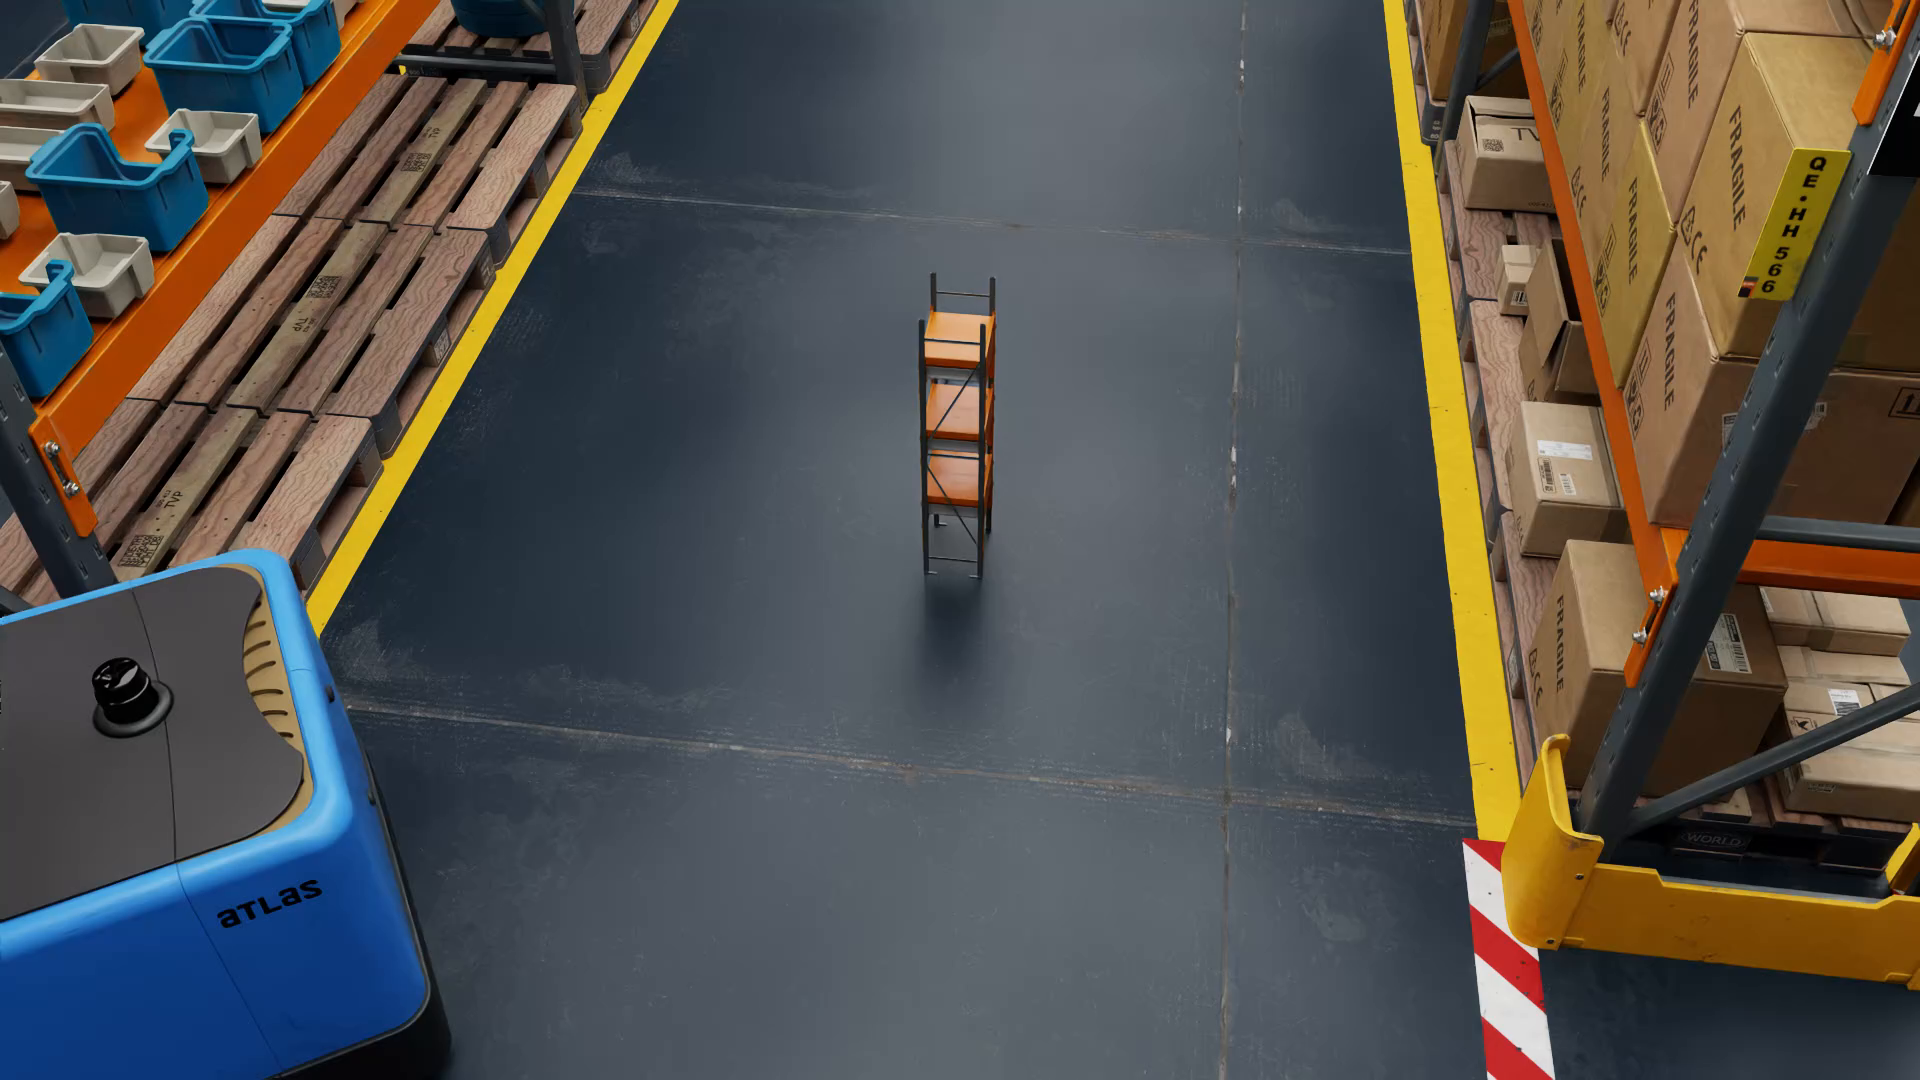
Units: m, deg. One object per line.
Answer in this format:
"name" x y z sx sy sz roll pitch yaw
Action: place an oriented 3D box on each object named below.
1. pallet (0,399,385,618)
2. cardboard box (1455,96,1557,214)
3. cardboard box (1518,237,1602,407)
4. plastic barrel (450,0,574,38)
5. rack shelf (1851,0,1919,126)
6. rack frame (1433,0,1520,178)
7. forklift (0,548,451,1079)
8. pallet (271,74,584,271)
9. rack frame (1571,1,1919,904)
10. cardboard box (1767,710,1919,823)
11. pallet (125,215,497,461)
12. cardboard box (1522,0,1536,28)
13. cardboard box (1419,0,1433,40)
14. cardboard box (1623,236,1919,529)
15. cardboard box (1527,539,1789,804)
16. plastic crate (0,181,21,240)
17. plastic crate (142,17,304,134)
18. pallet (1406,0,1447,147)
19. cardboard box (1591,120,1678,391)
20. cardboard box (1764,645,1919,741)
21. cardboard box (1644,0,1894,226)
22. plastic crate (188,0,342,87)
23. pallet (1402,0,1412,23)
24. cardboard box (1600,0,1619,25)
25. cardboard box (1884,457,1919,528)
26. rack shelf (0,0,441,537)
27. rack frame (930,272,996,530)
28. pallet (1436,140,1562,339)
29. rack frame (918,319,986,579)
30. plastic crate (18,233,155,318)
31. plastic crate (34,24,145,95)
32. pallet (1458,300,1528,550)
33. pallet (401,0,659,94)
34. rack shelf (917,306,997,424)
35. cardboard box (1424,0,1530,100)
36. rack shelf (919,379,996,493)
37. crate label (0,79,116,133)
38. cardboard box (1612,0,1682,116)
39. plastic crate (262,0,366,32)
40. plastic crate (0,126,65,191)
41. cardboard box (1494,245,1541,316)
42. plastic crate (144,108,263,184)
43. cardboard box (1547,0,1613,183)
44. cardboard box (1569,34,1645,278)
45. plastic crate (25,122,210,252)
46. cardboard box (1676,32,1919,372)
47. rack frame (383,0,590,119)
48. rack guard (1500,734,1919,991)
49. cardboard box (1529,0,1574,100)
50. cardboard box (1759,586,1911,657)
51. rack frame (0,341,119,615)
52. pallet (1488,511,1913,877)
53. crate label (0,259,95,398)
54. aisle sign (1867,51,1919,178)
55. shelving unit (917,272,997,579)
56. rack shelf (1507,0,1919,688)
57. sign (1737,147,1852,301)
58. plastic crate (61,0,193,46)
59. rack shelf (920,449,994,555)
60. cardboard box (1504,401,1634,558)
"pallet" -2.655 0.014 5.582 1.003 0.211 1.213 5 44 6
"cardboard box" 2.366 -1.631 6.926 0.500 0.311 0.500 5 44 6
"cardboard box" 2.393 -0.686 5.789 0.797 0.503 0.637 5 44 6
"plastic barrel" -2.185 -2.926 7.879 0.600 0.901 0.708 5 44 6
"rack shelf" 2.372 -2.179 4.211 1.077 0.370 4.000 5 44 6
"rack frame" 2.636 -2.714 6.434 1.000 3.000 0.127 5 44 6
"forklift" -2.865 0.450 3.143 3.031 2.935 1.130 -18 46 -18
"pallet" -2.332 -1.649 7.338 1.003 0.211 1.213 5 44 6
"rack frame" 2.107 0.012 3.555 1.000 3.000 0.127 5 44 6
"cardboard box" 2.503 0.634 4.653 0.380 0.149 0.250 5 44 6
"pallet" -2.491 -0.815 6.458 1.003 0.211 1.213 5 44 6
"cardboard box" 2.234 -2.078 5.690 0.500 0.500 0.500 6 44 6
"cardboard box" 2.491 -2.664 7.880 0.500 0.500 0.500 5 44 6
"cardboard box" 1.897 -0.354 3.869 0.500 0.500 0.500 6 44 7
"cardboard box" 1.935 0.367 4.678 0.500 0.500 0.500 5 44 6
"plastic crate" -2.874 -0.939 4.708 0.396 0.136 0.243 5 44 6
"plastic crate" -2.269 -1.437 5.164 0.416 0.233 0.300 5 44 6
"pallet" 2.706 -2.259 7.982 1.003 0.211 1.213 5 44 6
"cardboard box" 1.962 -0.708 4.243 0.500 0.500 0.500 6 44 6
"cardboard box" 2.536 0.457 4.826 0.380 0.166 0.250 5 44 6
"cardboard box" 1.959 -1.060 3.887 0.500 0.500 0.500 6 44 7
"plastic crate" -2.230 -1.642 5.380 0.416 0.233 0.300 5 44 6
"pallet" 2.865 -3.093 8.863 1.003 0.211 1.213 5 44 6
"cardboard box" 2.091 -1.763 4.631 0.500 0.500 0.500 6 44 7
"cardboard box" 2.427 -0.302 3.815 0.500 0.500 0.500 6 44 6
"rack shelf" -2.538 -1.542 5.720 1.077 0.370 4.000 5 44 6
"rack frame" 0.009 -0.428 5.438 0.200 1.050 0.008 5 44 6
"pallet" 2.544 -1.233 6.899 1.003 0.211 1.213 5 44 6
"rack frame" -0.023 -0.262 5.263 0.200 1.050 0.008 5 44 6
"plastic crate" -2.319 -0.716 4.472 0.250 0.136 0.298 5 44 6
"plastic crate" -2.788 -1.530 5.333 0.298 0.136 0.250 5 44 6
"pallet" 2.385 -0.399 6.018 1.003 0.211 1.213 5 44 6
"pallet" -2.130 -2.676 8.423 1.003 0.211 1.213 5 44 6
"rack shelf" -0.007 -0.543 5.163 0.215 0.259 0.240 5 44 6
"cardboard box" 2.417 -2.328 7.525 0.500 0.500 0.500 5 44 5
"rack shelf" -0.007 -0.337 5.358 0.215 0.259 0.240 5 44 6
"crate label" -2.809 -1.327 5.118 0.396 0.136 0.243 5 44 6
"cardboard box" 2.023 -1.413 4.261 0.500 0.500 0.500 6 44 7
"plastic crate" -2.206 -1.878 5.700 0.293 0.136 0.466 5 44 6
"plastic crate" -2.821 -1.135 4.915 0.396 0.136 0.243 5 44 6
"cardboard box" 2.262 -0.988 6.352 0.380 0.166 0.250 5 44 6
"plastic crate" -2.229 -1.178 4.961 0.250 0.136 0.298 5 44 6
"cardboard box" 2.100 -1.391 4.964 0.500 0.500 0.500 5 44 5
"cardboard box" 2.033 -1.047 4.602 0.500 0.500 0.500 6 44 6
"plastic crate" -2.356 -0.988 4.690 0.416 0.233 0.300 5 44 6
"cardboard box" 1.893 -0.715 3.524 0.500 0.500 0.500 5 44 5
"rack frame" -2.273 -3.166 6.912 1.000 3.000 0.127 5 44 6
"rack guard" 2.117 0.868 4.469 1.175 0.500 0.348 5 44 6
"cardboard box" 2.166 -1.737 5.330 0.500 0.500 0.500 5 44 5
"cardboard box" 2.526 0.166 5.073 0.500 0.250 0.500 5 44 6
"rack frame" -2.802 -0.440 4.033 1.000 3.000 0.127 5 44 6
"pallet" 2.222 0.430 5.143 1.003 0.211 1.213 5 44 6
"crate label" -2.443 -0.540 4.216 0.416 0.233 0.303 5 44 6
"aisle sign" 1.794 -0.913 2.642 0.394 0.787 0.004 5 44 6
"shelving unit" -0.007 -0.345 5.351 0.215 1.050 0.252 5 44 6
"rack shelf" 2.372 -1.089 5.242 1.077 0.370 4.000 5 44 6
"sign" 1.560 -0.587 3.116 0.100 0.325 0.005 5 44 6
"plastic crate" -2.785 -1.824 5.573 0.416 0.233 0.300 5 44 6
"rack shelf" -0.007 -0.135 5.549 0.215 0.259 0.240 5 44 6
"cardboard box" 2.090 -0.187 5.445 0.500 0.250 0.500 5 44 6
